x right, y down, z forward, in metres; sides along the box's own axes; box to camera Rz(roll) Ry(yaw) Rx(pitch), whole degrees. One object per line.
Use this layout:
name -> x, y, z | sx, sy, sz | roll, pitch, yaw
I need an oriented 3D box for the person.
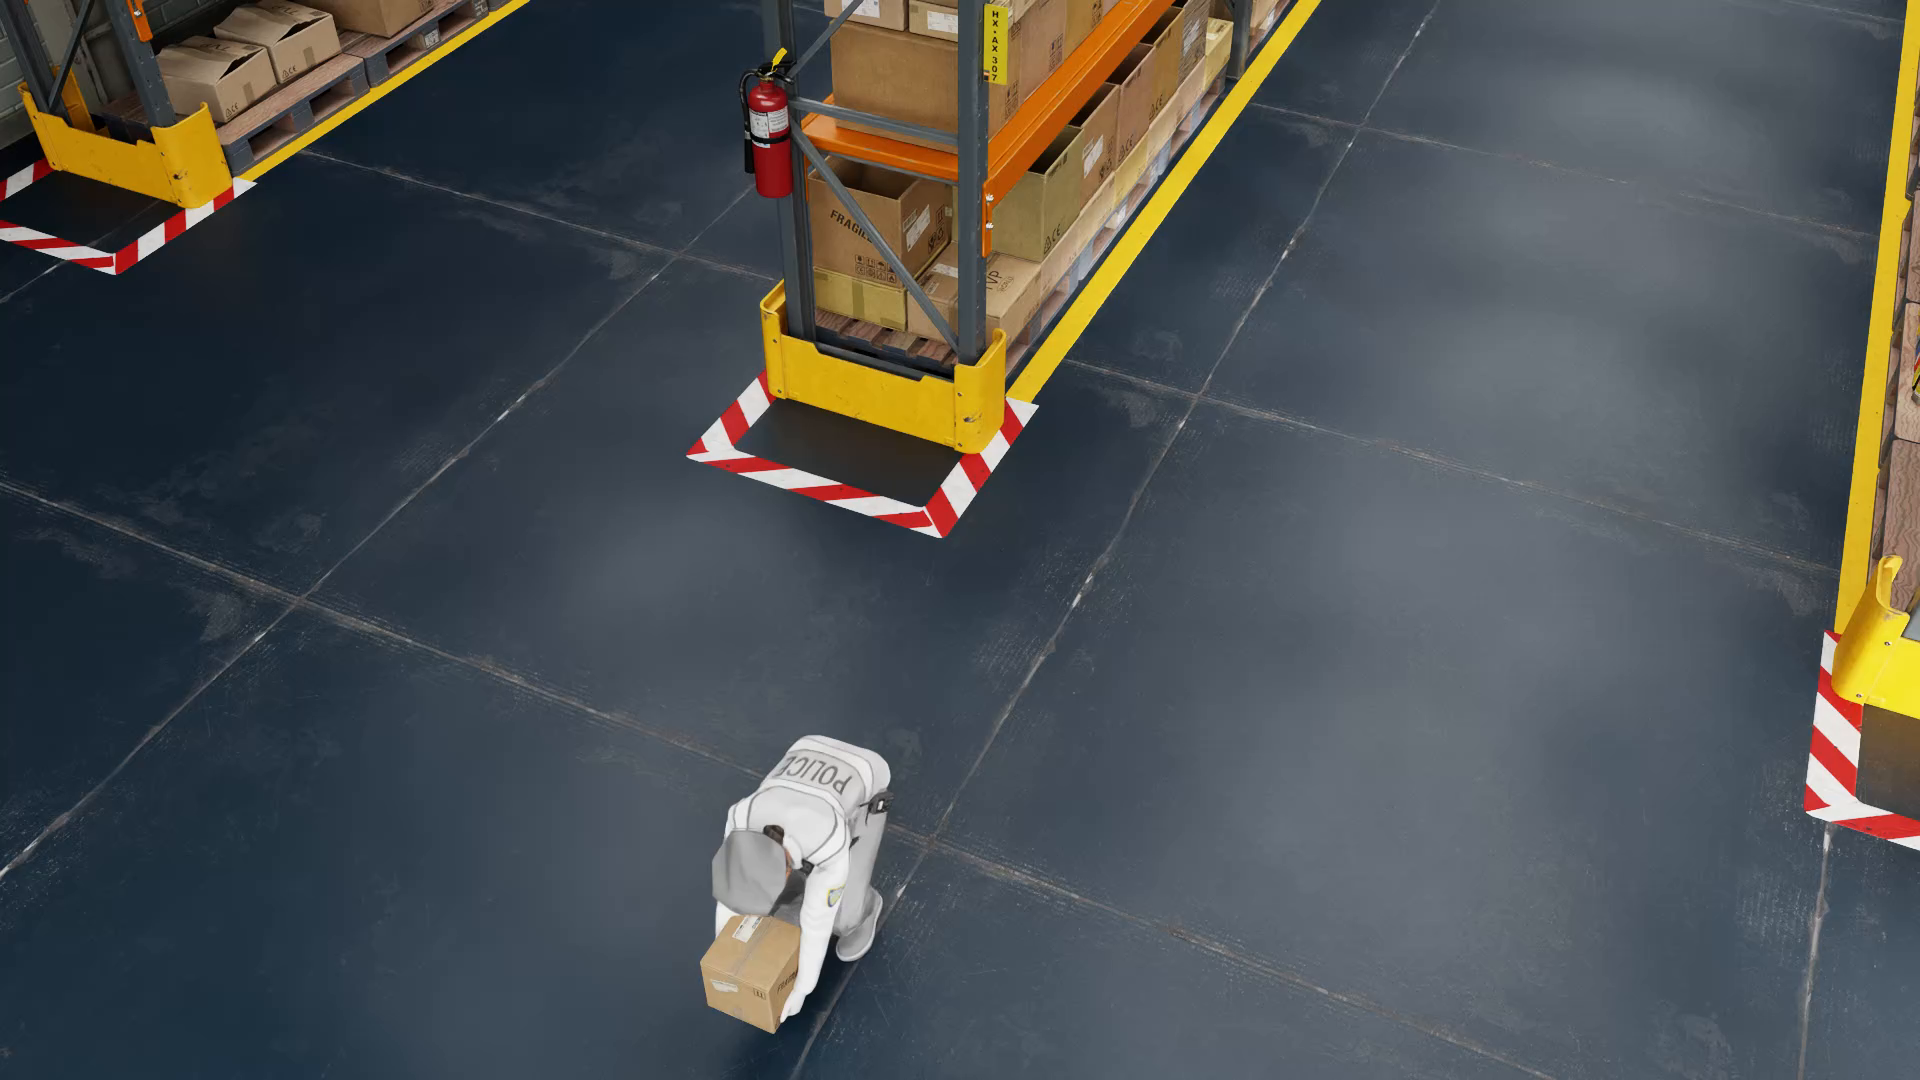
person -> -0.521, 1.077, 5.487 | 0.454, 0.982, 0.883 | 16, 45, 17
